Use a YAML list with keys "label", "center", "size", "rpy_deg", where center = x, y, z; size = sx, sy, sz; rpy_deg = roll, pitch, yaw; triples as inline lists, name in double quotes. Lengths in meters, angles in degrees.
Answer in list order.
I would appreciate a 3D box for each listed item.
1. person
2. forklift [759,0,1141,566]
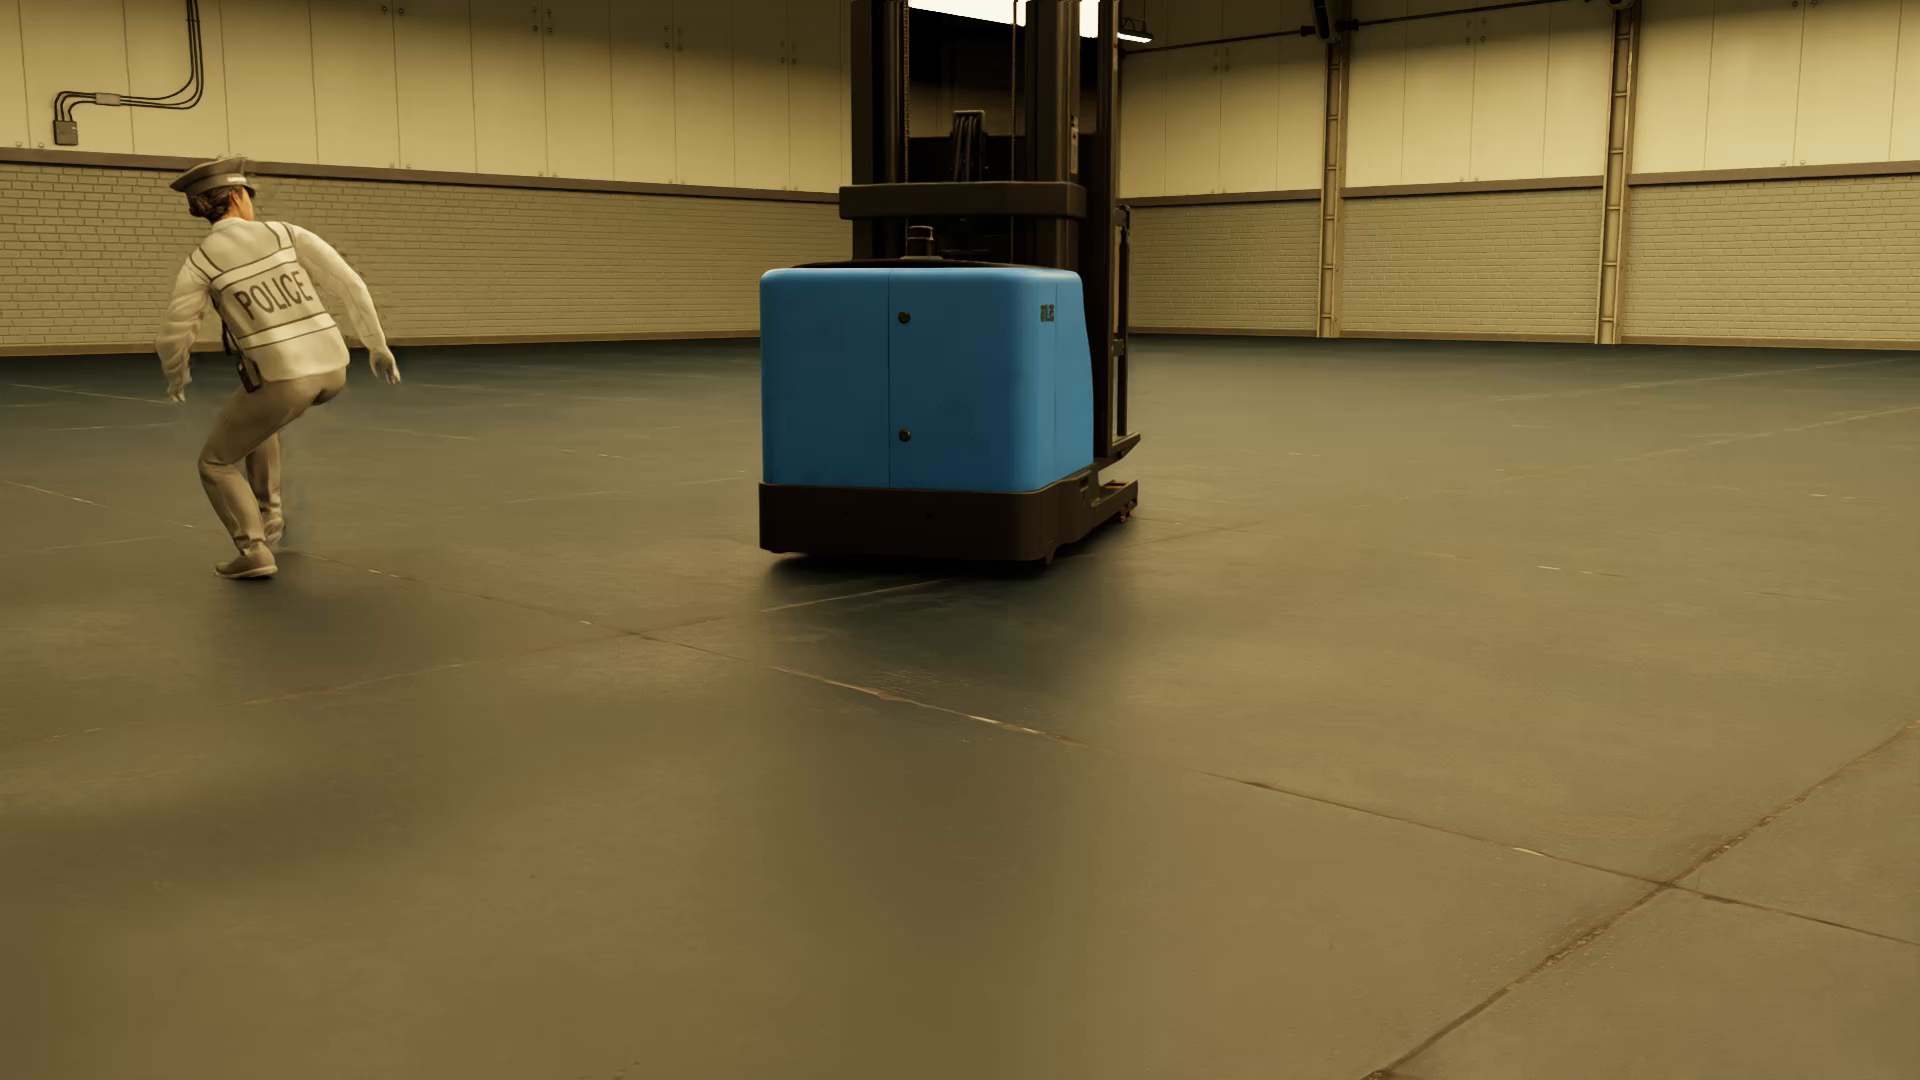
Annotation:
- label: "person"
  center: [-2.511, -0.620, 6.005]
  size: [0.689, 1.477, 0.706]
  rpy_deg: [6, 11, 36]
- label: "forklift"
  center: [0.169, -1.537, 7.079]
  size: [1.130, 2.935, 3.031]
  rpy_deg: [2, 9, 16]
